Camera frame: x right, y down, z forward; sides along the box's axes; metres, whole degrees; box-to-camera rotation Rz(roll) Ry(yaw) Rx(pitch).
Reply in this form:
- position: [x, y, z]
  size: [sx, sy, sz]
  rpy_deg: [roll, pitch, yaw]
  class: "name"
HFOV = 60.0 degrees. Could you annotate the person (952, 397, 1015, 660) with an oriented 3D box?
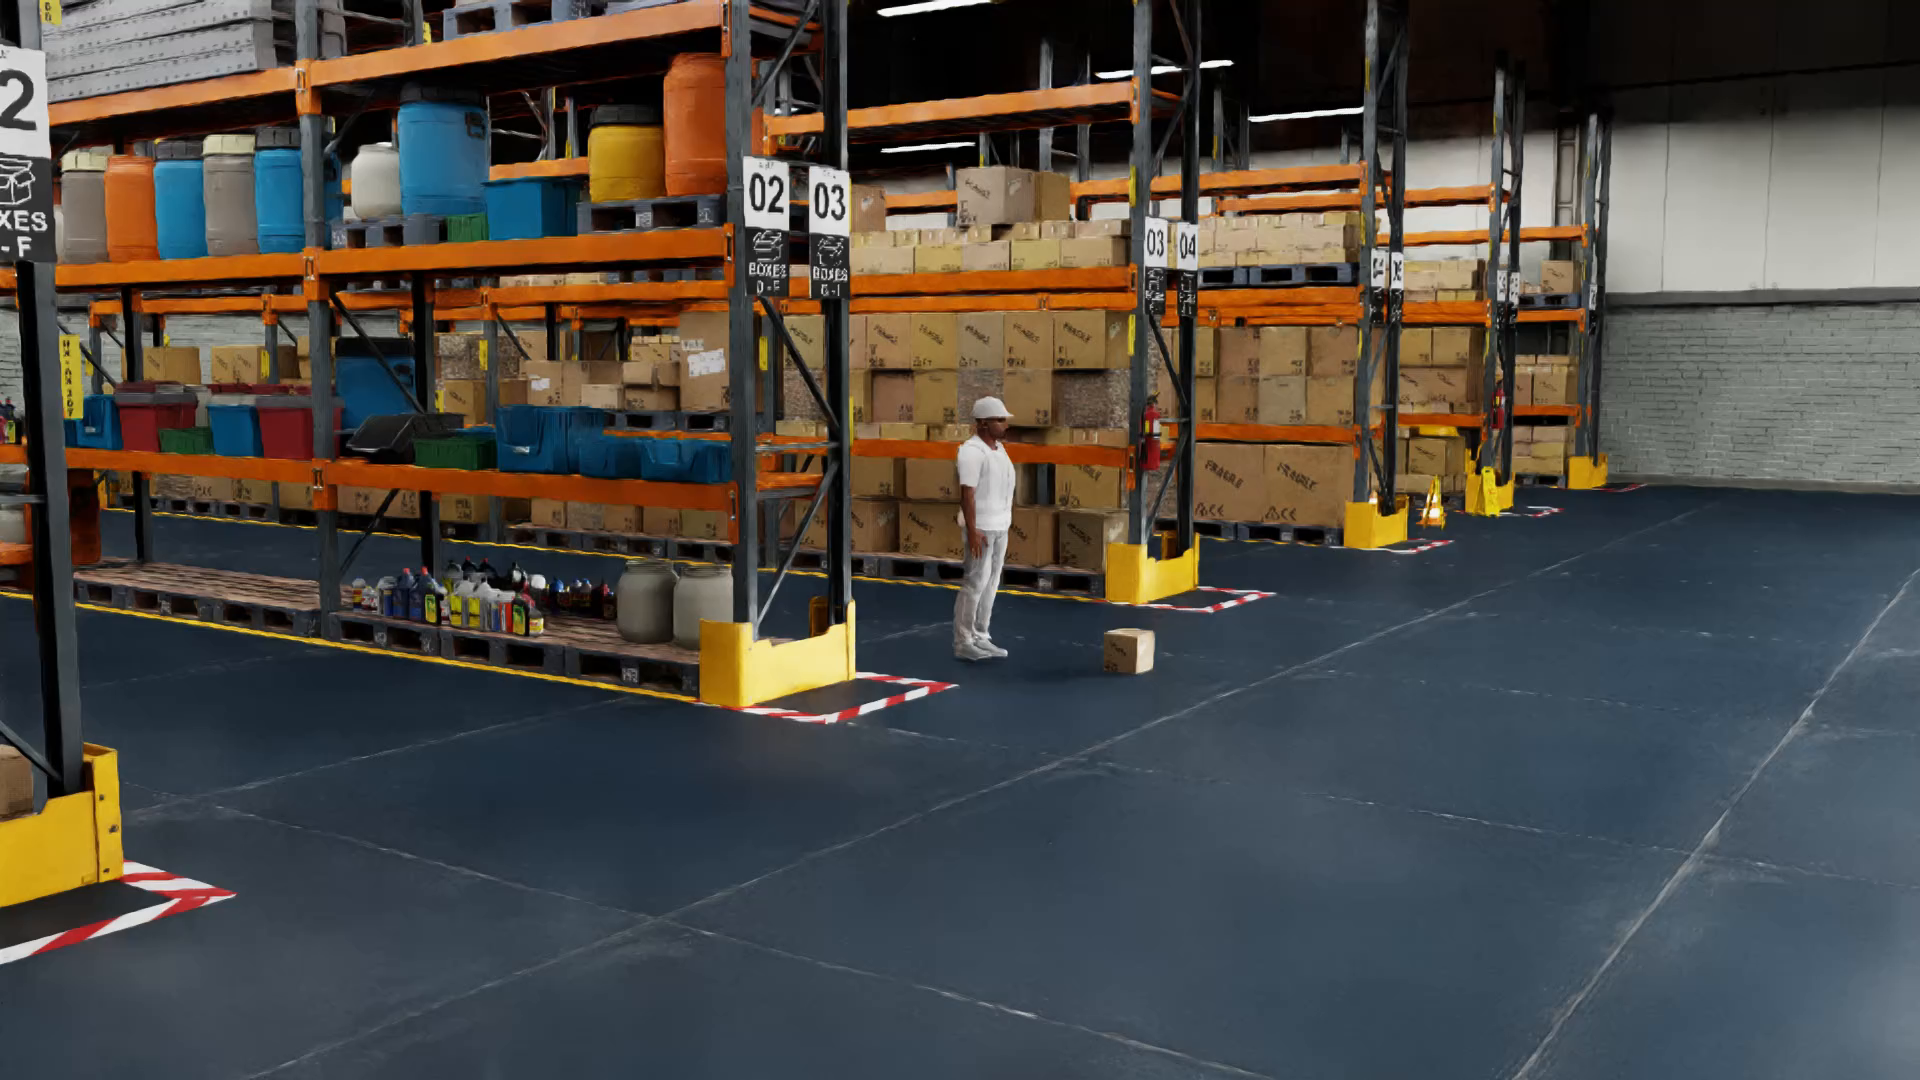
- position: [0.174, -0.077, 11.300]
  size: [0.399, 1.782, 0.584]
  rpy_deg: [3, 7, 25]
  class: "person"
